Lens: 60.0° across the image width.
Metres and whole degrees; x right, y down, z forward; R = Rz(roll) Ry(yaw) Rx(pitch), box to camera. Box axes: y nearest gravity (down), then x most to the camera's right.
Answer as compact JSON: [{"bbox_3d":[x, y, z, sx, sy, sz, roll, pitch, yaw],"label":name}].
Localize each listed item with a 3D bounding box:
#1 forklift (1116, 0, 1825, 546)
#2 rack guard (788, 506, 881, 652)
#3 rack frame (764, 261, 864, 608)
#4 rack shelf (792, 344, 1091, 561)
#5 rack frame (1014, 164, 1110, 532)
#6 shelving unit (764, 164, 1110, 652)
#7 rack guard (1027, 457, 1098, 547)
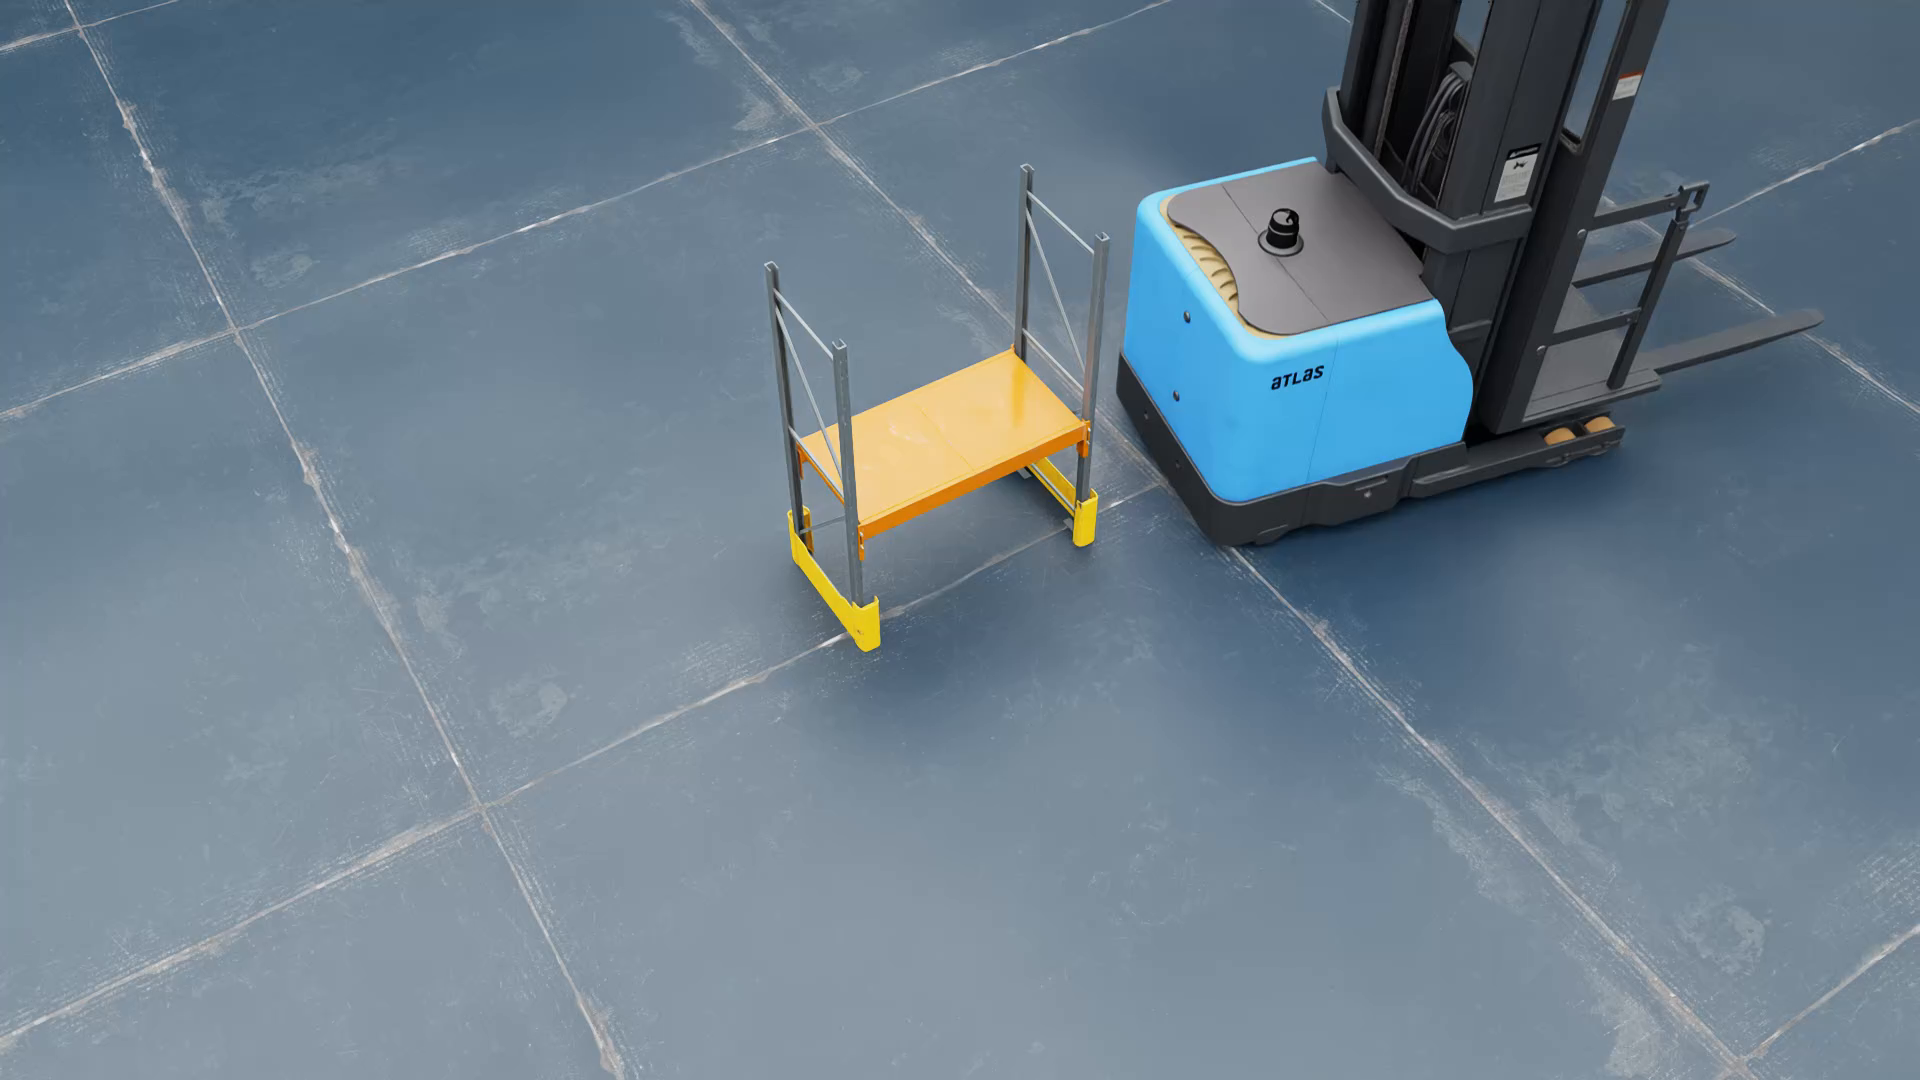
[{"bbox_3d":[2.245,-1.638,6.191,3.031,2.935,1.130,-15,50,-13],"label":"forklift"},{"bbox_3d":[-0.486,0.146,6.398,0.087,0.250,0.587,-25,53,-21],"label":"rack guard"},{"bbox_3d":[-0.502,-0.262,5.925,0.032,1.500,0.500,-25,53,-21],"label":"rack frame"},{"bbox_3d":[-0.072,-0.345,6.239,1.000,0.185,0.538,-25,53,-21],"label":"rack shelf"},{"bbox_3d":[0.358,-0.667,6.285,0.032,1.500,0.500,-25,53,-21],"label":"rack frame"},{"bbox_3d":[-0.064,-0.468,6.108,1.083,1.500,0.587,-25,53,-21],"label":"shelving unit"},{"bbox_3d":[0.357,-0.251,6.752,0.087,0.250,0.587,-25,53,-21],"label":"rack guard"}]
